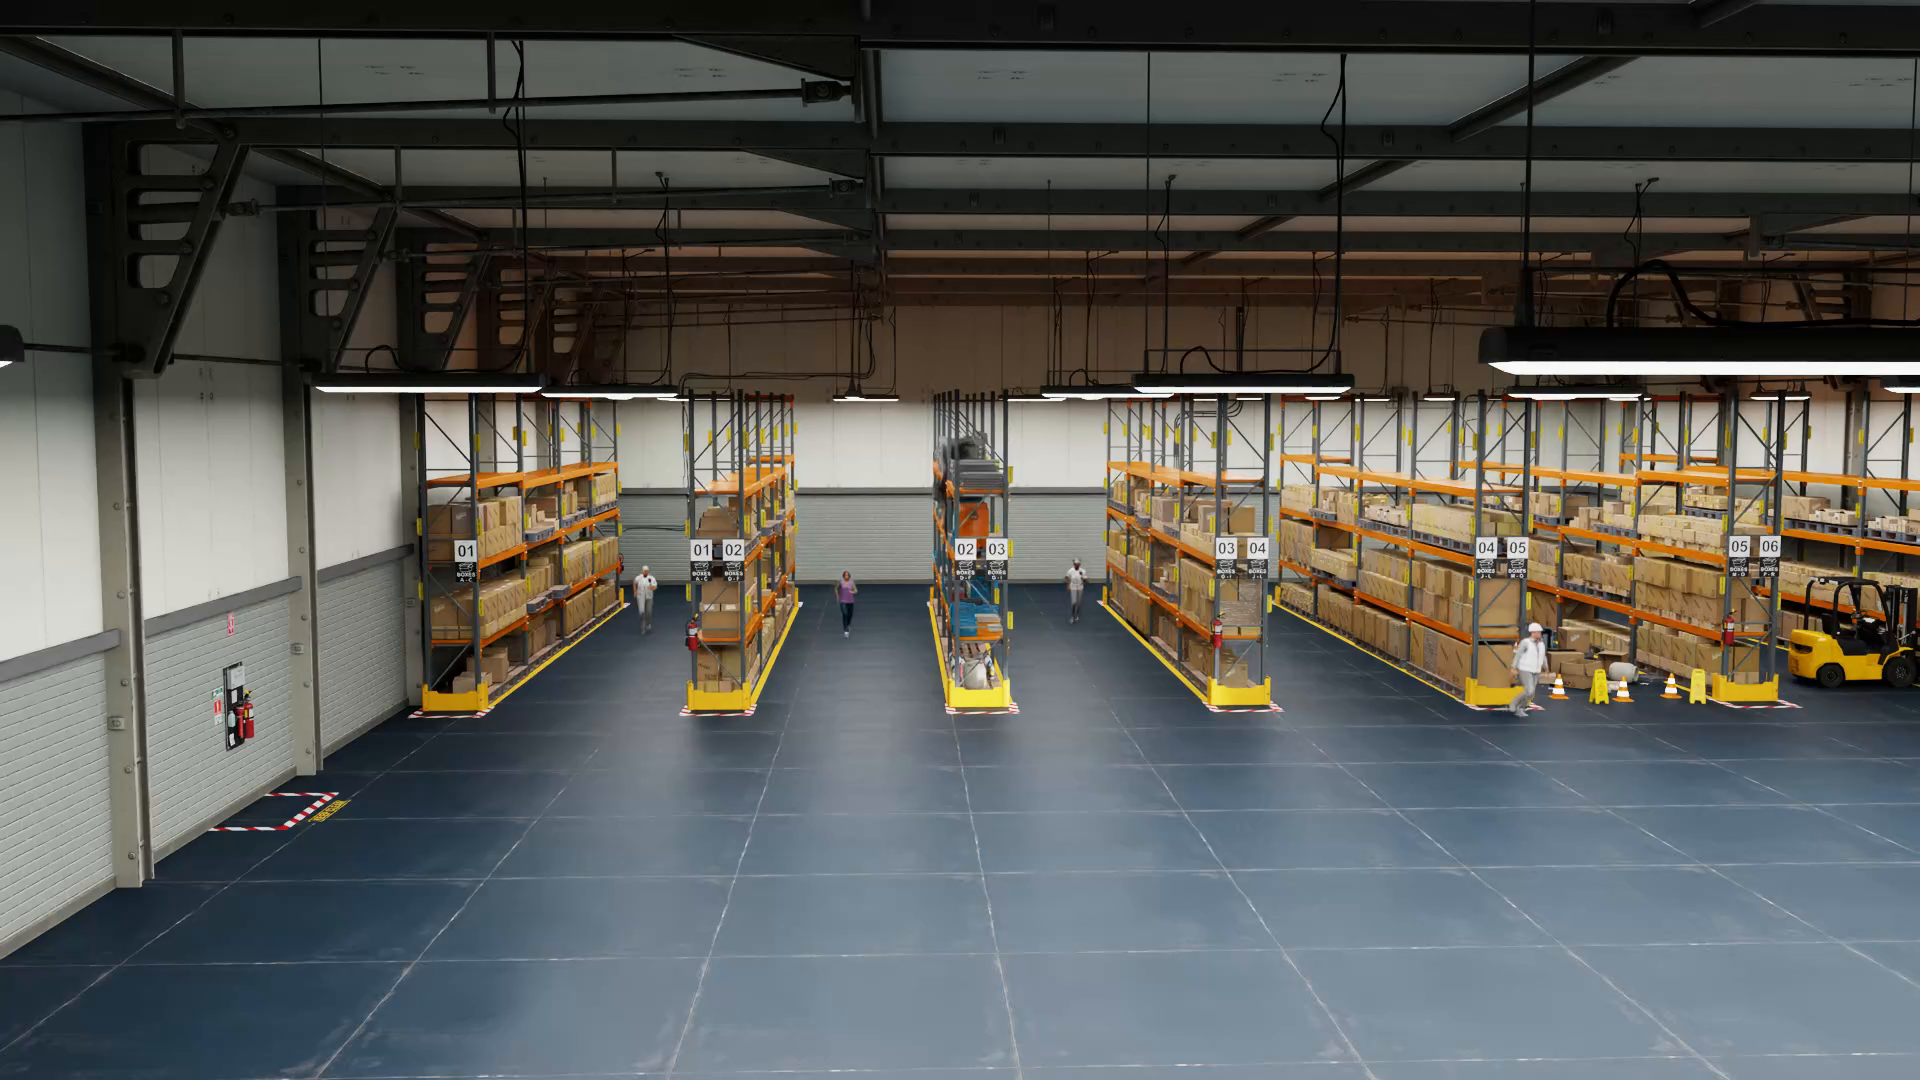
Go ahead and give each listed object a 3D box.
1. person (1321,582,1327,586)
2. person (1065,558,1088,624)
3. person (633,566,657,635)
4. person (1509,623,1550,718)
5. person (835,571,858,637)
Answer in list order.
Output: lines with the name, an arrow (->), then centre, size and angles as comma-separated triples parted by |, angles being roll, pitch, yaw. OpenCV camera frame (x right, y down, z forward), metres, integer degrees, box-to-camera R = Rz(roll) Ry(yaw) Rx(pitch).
person -> 10.754, 0.877, 48.487 | 0.928, 1.751, 0.725 | 4, 6, 42
person -> 3.074, 1.334, 43.603 | 0.568, 1.731, 0.727 | 0, 5, -5
person -> -7.881, 1.500, 41.679 | 0.584, 1.718, 0.840 | -1, 5, -13
person -> 10.400, 2.378, 30.367 | 0.649, 1.748, 0.566 | -3, 5, -29
person -> -2.805, 1.553, 41.095 | 0.538, 1.593, 0.887 | -1, 5, -13
